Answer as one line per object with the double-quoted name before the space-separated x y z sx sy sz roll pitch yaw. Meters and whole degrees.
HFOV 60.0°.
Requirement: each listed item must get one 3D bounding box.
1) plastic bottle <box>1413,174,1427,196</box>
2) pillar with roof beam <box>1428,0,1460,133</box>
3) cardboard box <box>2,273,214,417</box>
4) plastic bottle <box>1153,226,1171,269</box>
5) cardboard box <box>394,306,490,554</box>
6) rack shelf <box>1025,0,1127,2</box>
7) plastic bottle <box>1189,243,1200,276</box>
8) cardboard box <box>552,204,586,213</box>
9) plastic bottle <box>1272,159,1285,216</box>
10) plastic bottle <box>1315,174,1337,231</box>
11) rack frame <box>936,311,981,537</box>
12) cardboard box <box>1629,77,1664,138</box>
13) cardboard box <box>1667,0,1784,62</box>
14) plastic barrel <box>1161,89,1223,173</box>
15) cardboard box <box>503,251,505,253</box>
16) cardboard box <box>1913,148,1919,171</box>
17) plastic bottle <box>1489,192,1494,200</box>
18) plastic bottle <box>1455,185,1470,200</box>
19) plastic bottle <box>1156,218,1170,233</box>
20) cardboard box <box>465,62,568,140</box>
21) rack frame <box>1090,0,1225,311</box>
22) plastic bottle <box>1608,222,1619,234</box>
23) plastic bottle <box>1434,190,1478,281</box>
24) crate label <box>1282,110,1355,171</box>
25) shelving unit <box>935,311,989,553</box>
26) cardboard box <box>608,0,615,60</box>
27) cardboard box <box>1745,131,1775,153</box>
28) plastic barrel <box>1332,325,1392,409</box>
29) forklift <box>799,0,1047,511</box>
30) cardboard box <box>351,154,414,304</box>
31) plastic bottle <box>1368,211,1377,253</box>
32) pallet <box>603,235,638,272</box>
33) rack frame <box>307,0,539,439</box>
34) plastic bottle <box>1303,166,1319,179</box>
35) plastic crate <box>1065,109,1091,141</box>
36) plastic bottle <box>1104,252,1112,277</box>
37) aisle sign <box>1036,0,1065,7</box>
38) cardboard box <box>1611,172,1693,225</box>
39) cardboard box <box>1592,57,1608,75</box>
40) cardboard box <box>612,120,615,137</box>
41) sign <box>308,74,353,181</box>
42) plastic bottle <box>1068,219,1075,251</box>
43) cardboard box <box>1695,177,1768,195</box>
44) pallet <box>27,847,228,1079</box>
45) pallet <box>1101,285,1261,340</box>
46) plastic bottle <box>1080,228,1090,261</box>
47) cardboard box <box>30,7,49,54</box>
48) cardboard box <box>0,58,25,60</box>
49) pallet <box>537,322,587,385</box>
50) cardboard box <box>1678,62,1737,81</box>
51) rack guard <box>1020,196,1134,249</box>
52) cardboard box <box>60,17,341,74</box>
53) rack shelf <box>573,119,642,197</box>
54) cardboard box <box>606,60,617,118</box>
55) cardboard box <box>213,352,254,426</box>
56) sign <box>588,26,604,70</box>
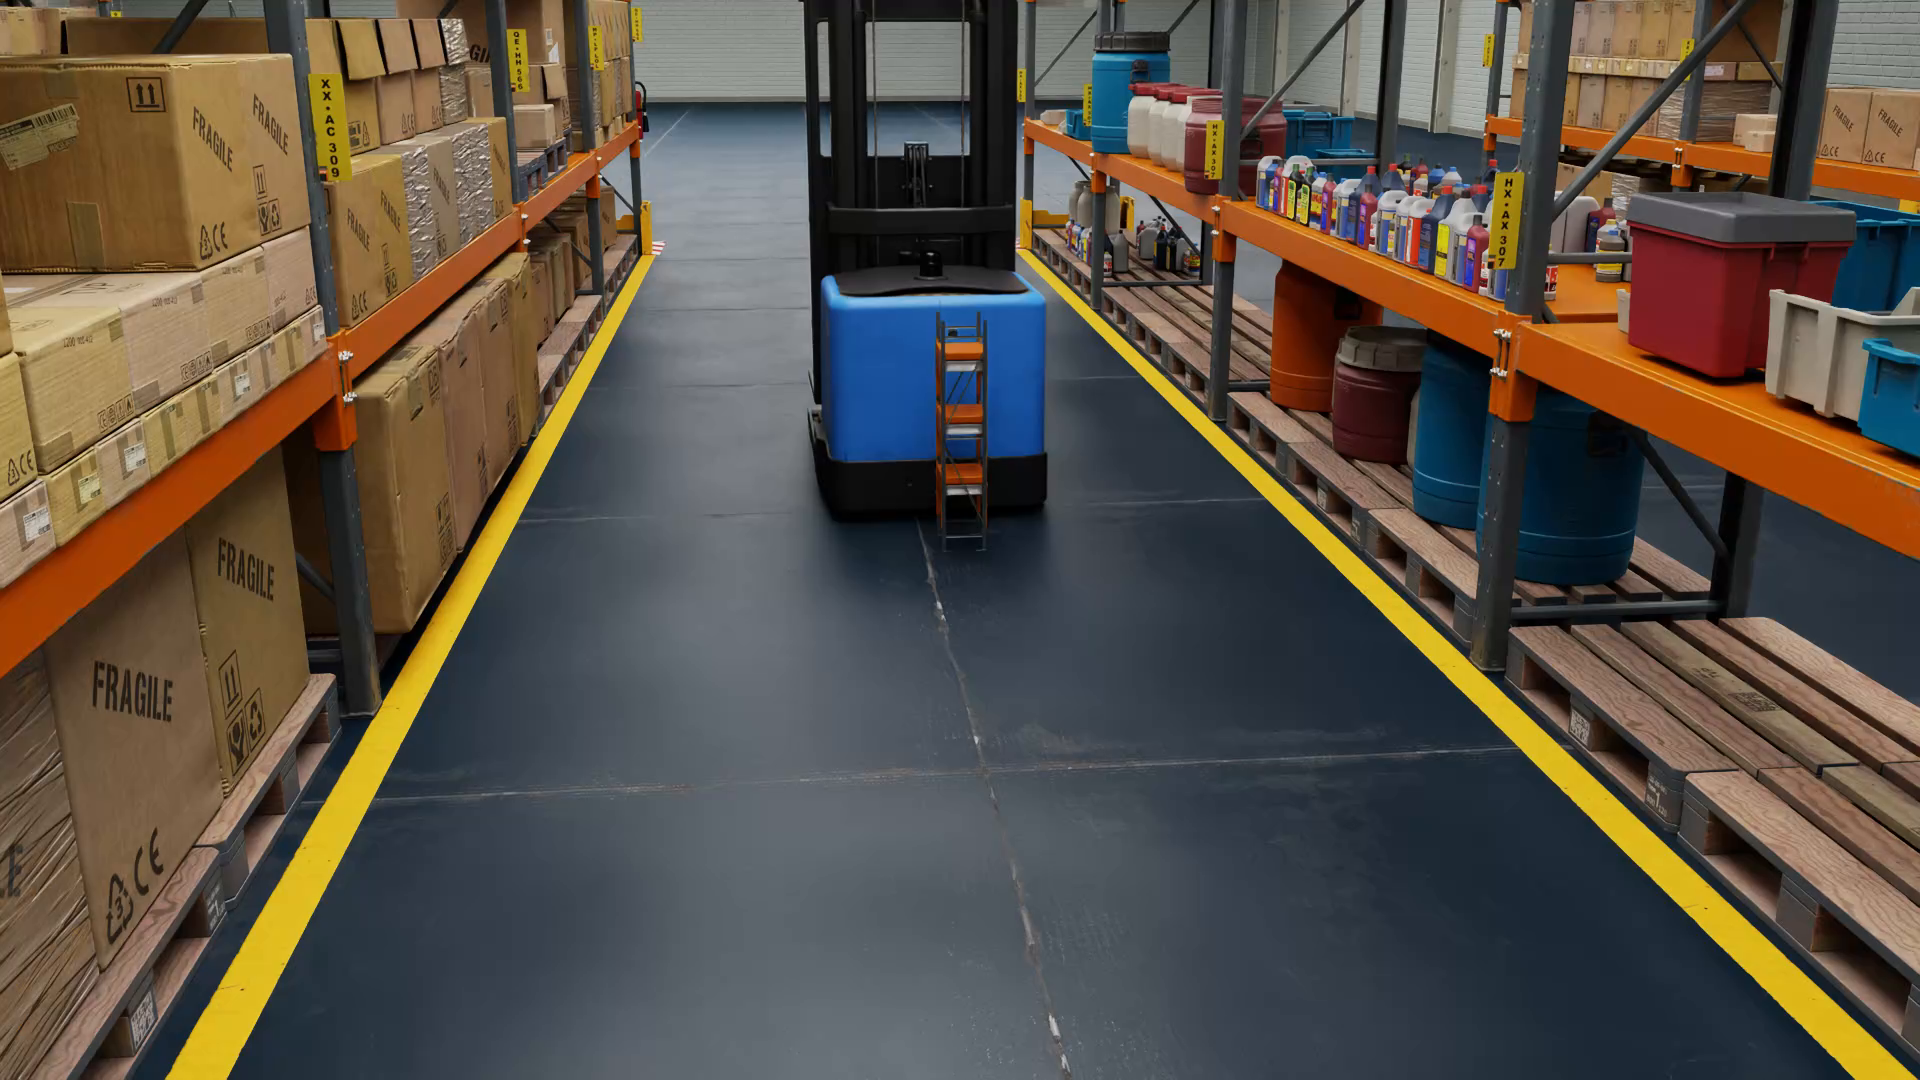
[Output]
"plastic bottle" 2.480 -1.859 8.921 0.097 0.201 0.097 0 17 0
"pillar with roof beam" 5.819 -12.764 33.311 9.100 9.000 0.400 -2 18 -6
"cardboard box" -2.103 -0.460 3.889 0.500 0.250 0.500 -1 17 -5
"plastic bottle" 1.770 -2.551 14.483 0.144 0.351 0.185 -2 18 -6
"cardboard box" -2.697 -0.462 6.989 1.225 0.875 0.875 -2 18 -8
"rack shelf" 1.377 -5.040 14.916 1.077 0.370 4.000 -2 18 -6
"plastic bottle" 1.987 -2.373 14.048 0.097 0.271 0.097 0 17 0
"cardboard box" -3.553 -2.684 14.691 0.500 0.500 0.500 -3 18 -11
"plastic bottle" 1.708 -1.870 8.822 0.061 0.283 0.133 -2 18 -6
"plastic bottle" 1.799 -1.653 8.150 0.097 0.271 0.097 0 17 0
"rack frame" -0.007 -0.521 7.585 0.200 1.050 0.008 -2 18 -6
"cardboard box" 6.398 -3.845 14.749 0.700 0.500 0.500 -2 18 -6
"cardboard box" 6.459 -4.307 14.054 0.700 0.500 0.500 -2 18 -5
"plastic barrel" 1.584 -2.782 11.303 0.433 0.535 0.433 0 17 0
"cardboard box" -3.094 -1.743 10.407 0.500 0.250 0.500 0 17 1
"cardboard box" 6.736 -2.575 11.289 0.380 0.149 0.250 0 17 -2
"plastic bottle" 2.472 -1.495 7.645 0.097 0.271 0.097 0 17 0
"plastic bottle" 2.540 -1.685 8.367 0.097 0.201 0.097 0 17 0
"plastic bottle" 1.850 -2.738 15.080 0.144 0.351 0.185 -2 18 -6
"cardboard box" -3.072 -2.939 11.157 0.797 0.503 0.637 0 17 0
"rack frame" 1.584 -3.356 13.359 1.000 3.000 0.127 -2 18 -6
"plastic bottle" 2.707 -1.201 6.826 0.097 0.201 0.097 0 17 0
"plastic bottle" 1.988 -1.213 6.615 0.144 0.351 0.185 -2 18 -6
"crate label" 2.163 -2.486 10.527 0.502 0.435 0.616 -2 18 -6
"shelving unit" 0.006 -0.485 7.469 0.215 1.050 0.252 -2 18 -6
"cardboard box" -3.303 -4.458 14.537 0.500 0.500 0.500 -2 18 -6
"cardboard box" 6.399 -3.118 13.020 0.380 0.149 0.250 -2 18 -6
"plastic barrel" 2.211 -0.867 8.883 0.421 0.512 0.421 0 17 0
"forklift" -0.281 -1.932 8.937 1.130 2.935 3.031 -2 18 -7
"cardboard box" -2.369 -1.162 6.203 0.500 0.500 0.500 -2 18 -6
"plastic bottle" 1.880 -1.387 7.420 0.097 0.201 0.097 0 17 0
"pallet" -3.699 -2.799 16.239 1.003 0.211 1.213 -2 18 -6
"rack frame" -2.930 -2.011 9.076 1.000 3.000 0.127 -2 18 -6
"plastic bottle" 1.812 -1.793 8.594 0.097 0.271 0.097 0 17 0
"plastic crate" 1.199 -3.606 14.405 0.499 0.251 0.616 -2 18 -6
"plastic bottle" 1.236 -2.329 14.026 0.097 0.201 0.097 0 17 0
"aisle sign" 0.872 -5.801 16.805 0.394 0.787 0.004 -2 18 -6
"cardboard box" 6.206 -3.035 14.974 0.500 0.500 0.500 -2 18 -6
"cardboard box" 6.110 -4.397 15.425 0.380 0.149 0.250 -1 17 -4
"cardboard box" -3.234 -3.603 14.565 0.380 0.149 0.250 -2 18 -6
"sign" -1.966 -1.288 5.194 0.100 0.325 0.005 -2 18 -6
"plastic bottle" 1.053 -2.844 15.528 0.061 0.283 0.133 -1 17 -5
"cardboard box" 6.774 -2.902 14.551 0.500 0.500 0.500 -2 18 -6
"pallet" -2.388 1.104 3.808 1.003 0.211 1.213 -2 18 -6
"pallet" 1.703 -1.793 13.036 1.003 0.211 1.213 -2 18 -6
"plastic bottle" 1.164 -2.651 14.927 0.152 0.276 0.135 -1 17 -5
"cardboard box" -8.629 -4.415 14.678 0.875 0.550 0.550 -2 18 -6
"cardboard box" -2.680 -0.950 4.198 0.500 0.500 0.500 -2 18 -6
"pallet" -3.132 -1.276 11.390 1.003 0.211 1.213 -2 18 -6
"cardboard box" 6.270 -3.940 13.968 0.380 0.149 0.250 -2 18 -6
"rack guard" 1.226 -3.334 17.462 1.175 0.500 0.348 -2 18 -6
"cardboard box" -2.592 -1.536 5.720 0.797 0.503 0.637 -2 18 -7
"rack shelf" -3.549 -3.456 14.878 1.077 0.370 4.000 -2 18 -6
"cardboard box" -3.507 -3.975 14.667 0.875 0.500 0.500 -2 18 -6
"cardboard box" -2.081 -0.389 4.328 0.380 0.149 0.250 -1 17 -5
"sign" -2.791 -3.774 12.756 0.100 0.325 0.005 -2 18 -6
